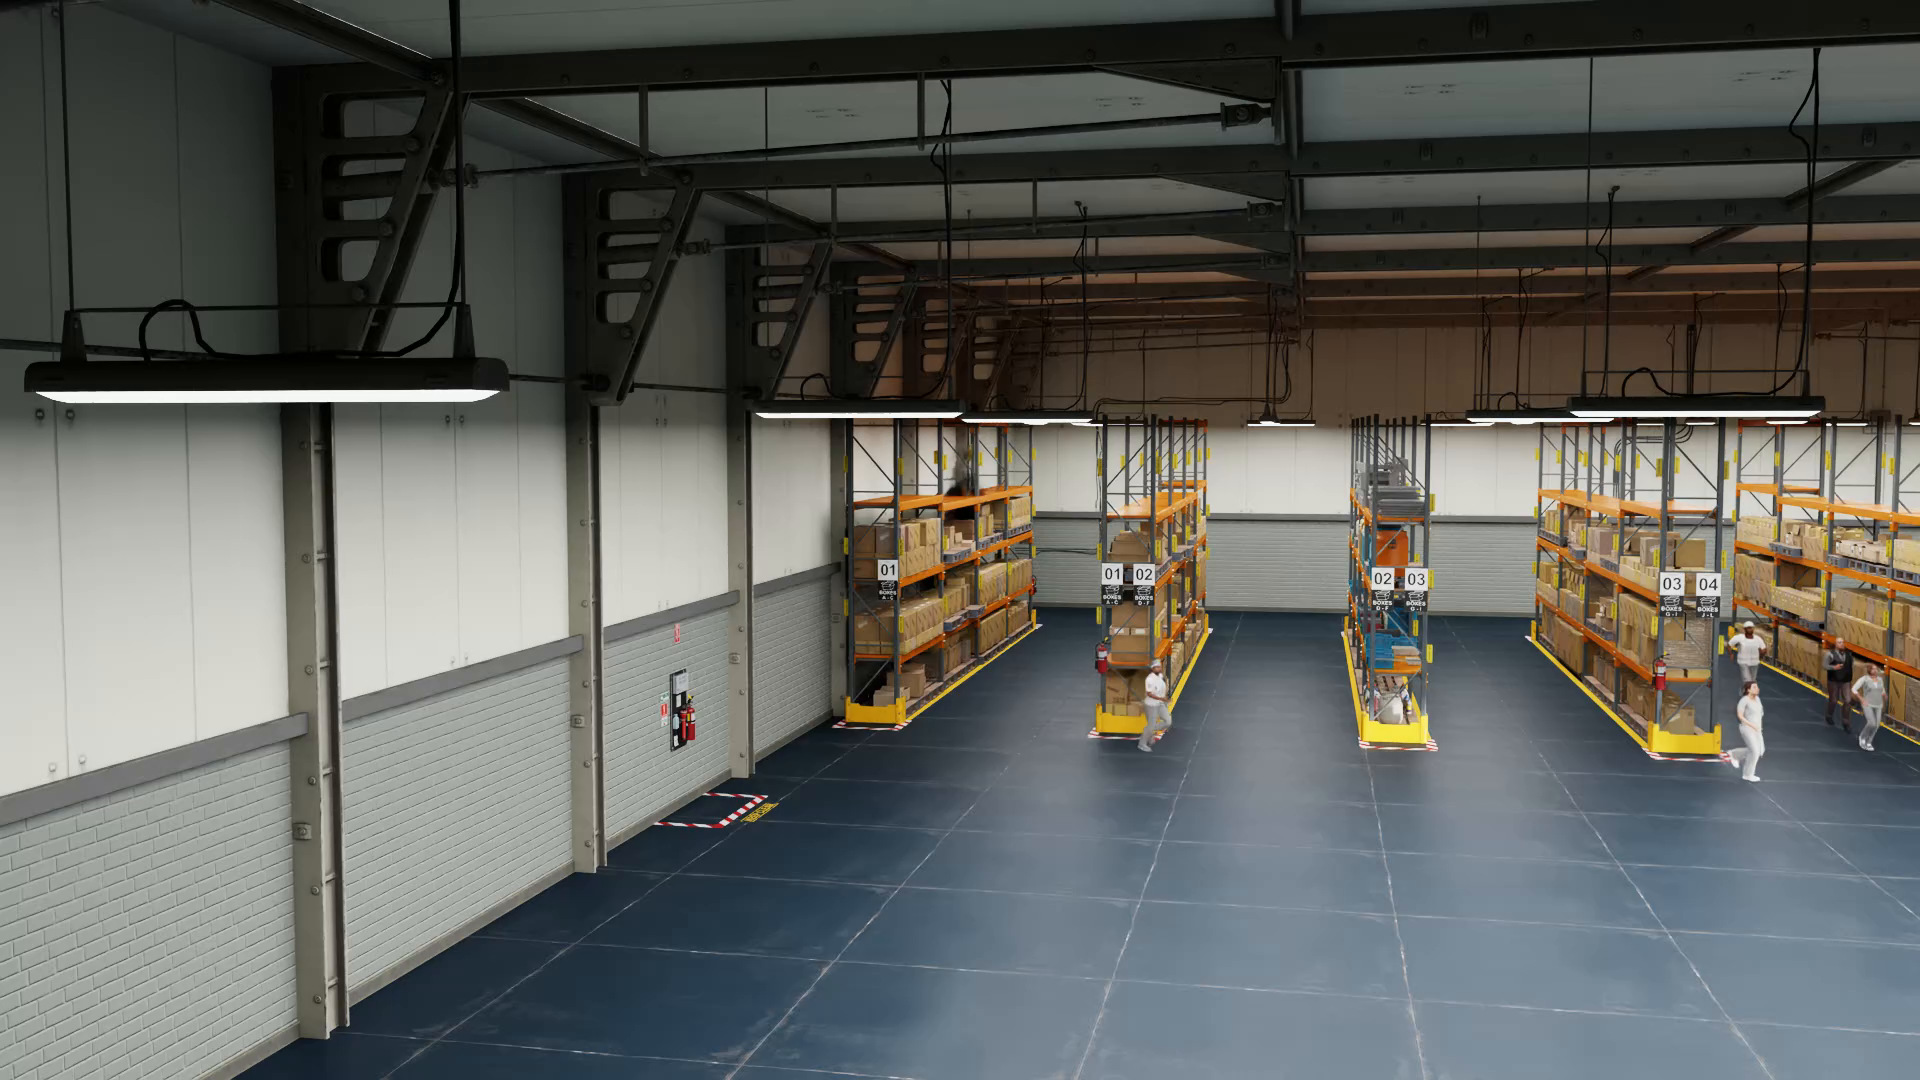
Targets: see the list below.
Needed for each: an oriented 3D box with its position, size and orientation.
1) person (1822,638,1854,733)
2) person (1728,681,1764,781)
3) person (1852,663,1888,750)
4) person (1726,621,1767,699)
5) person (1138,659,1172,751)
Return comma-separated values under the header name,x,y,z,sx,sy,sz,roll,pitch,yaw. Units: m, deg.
name,x,y,z,sx,sy,sz,roll,pitch,yaw
person,16.741,2.737,31.675,0.647,1.760,0.837,1,4,10
person,12.871,3.104,27.191,0.573,1.631,0.647,-2,4,-29
person,16.189,2.977,29.491,0.527,1.539,0.550,0,4,-1
person,16.164,2.541,34.099,0.700,1.754,0.989,0,4,1
person,3.508,2.927,29.581,0.696,1.660,0.604,4,5,44
